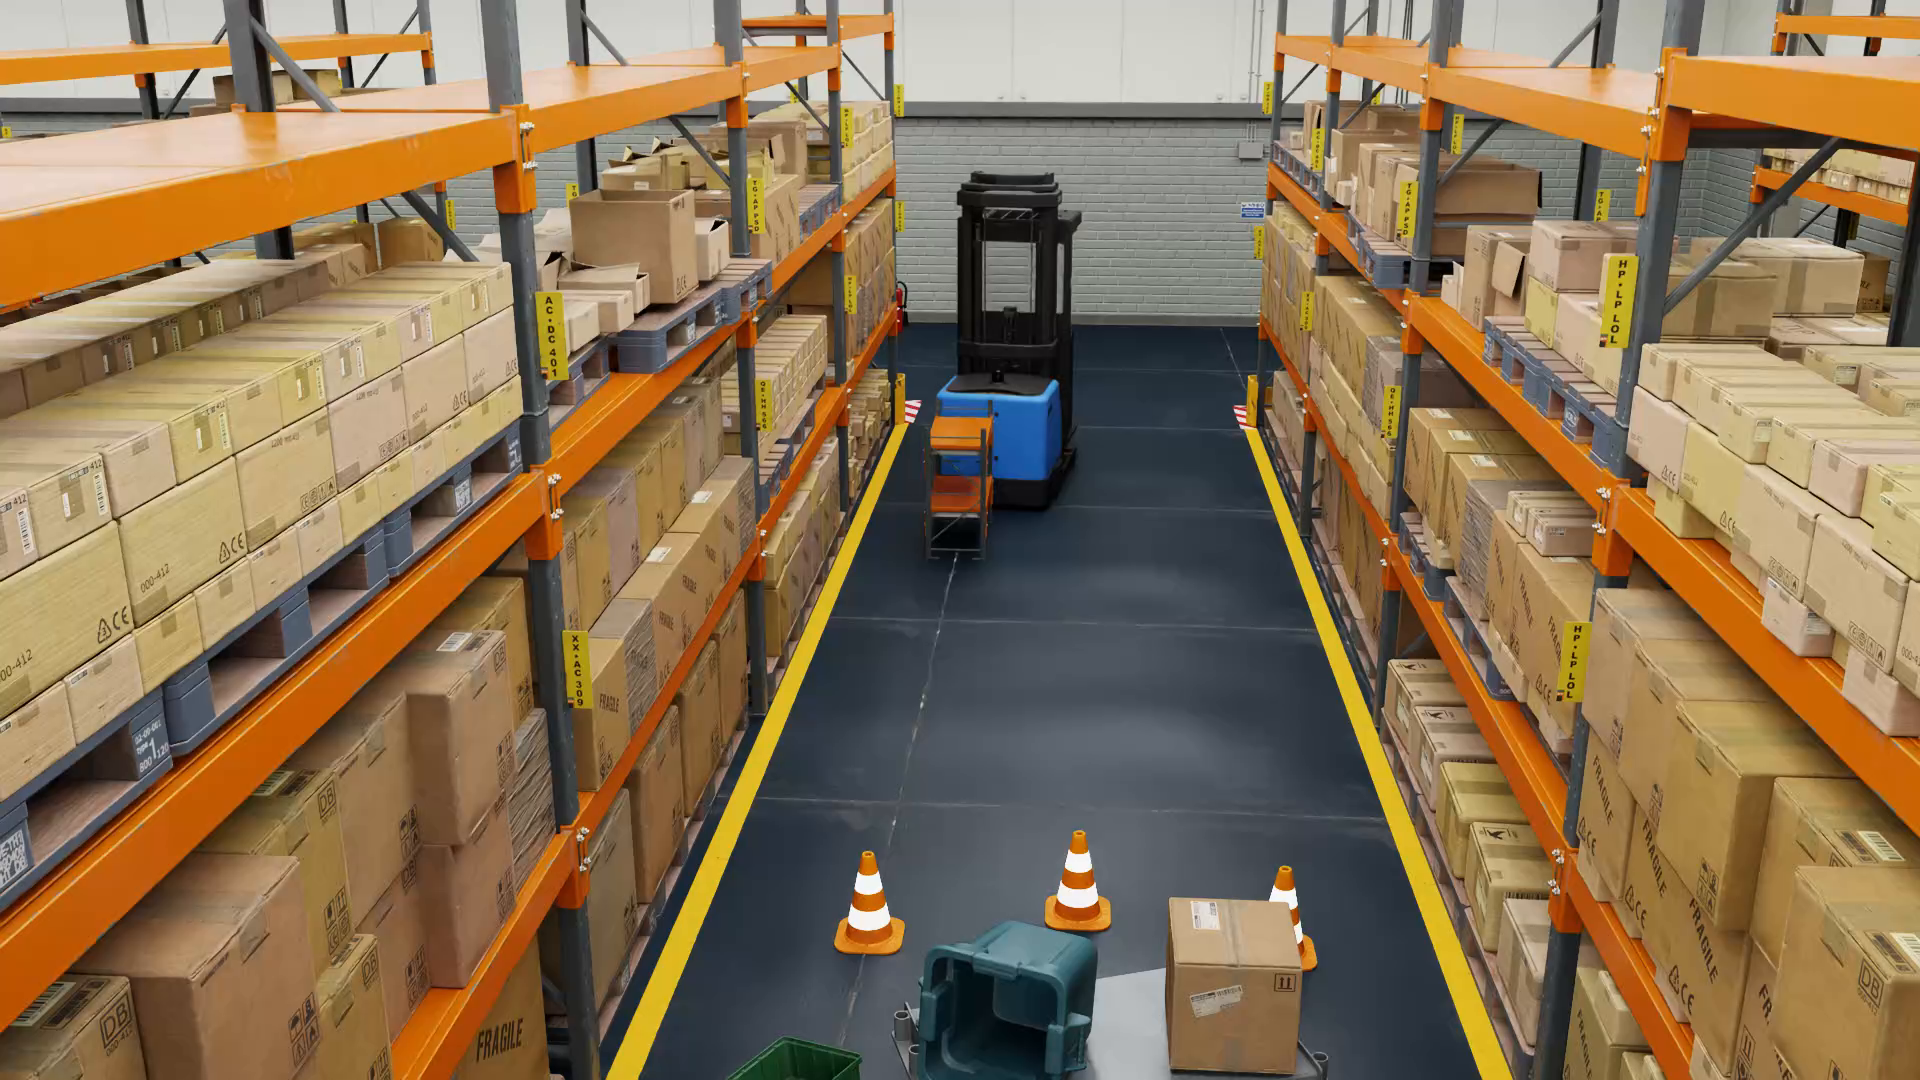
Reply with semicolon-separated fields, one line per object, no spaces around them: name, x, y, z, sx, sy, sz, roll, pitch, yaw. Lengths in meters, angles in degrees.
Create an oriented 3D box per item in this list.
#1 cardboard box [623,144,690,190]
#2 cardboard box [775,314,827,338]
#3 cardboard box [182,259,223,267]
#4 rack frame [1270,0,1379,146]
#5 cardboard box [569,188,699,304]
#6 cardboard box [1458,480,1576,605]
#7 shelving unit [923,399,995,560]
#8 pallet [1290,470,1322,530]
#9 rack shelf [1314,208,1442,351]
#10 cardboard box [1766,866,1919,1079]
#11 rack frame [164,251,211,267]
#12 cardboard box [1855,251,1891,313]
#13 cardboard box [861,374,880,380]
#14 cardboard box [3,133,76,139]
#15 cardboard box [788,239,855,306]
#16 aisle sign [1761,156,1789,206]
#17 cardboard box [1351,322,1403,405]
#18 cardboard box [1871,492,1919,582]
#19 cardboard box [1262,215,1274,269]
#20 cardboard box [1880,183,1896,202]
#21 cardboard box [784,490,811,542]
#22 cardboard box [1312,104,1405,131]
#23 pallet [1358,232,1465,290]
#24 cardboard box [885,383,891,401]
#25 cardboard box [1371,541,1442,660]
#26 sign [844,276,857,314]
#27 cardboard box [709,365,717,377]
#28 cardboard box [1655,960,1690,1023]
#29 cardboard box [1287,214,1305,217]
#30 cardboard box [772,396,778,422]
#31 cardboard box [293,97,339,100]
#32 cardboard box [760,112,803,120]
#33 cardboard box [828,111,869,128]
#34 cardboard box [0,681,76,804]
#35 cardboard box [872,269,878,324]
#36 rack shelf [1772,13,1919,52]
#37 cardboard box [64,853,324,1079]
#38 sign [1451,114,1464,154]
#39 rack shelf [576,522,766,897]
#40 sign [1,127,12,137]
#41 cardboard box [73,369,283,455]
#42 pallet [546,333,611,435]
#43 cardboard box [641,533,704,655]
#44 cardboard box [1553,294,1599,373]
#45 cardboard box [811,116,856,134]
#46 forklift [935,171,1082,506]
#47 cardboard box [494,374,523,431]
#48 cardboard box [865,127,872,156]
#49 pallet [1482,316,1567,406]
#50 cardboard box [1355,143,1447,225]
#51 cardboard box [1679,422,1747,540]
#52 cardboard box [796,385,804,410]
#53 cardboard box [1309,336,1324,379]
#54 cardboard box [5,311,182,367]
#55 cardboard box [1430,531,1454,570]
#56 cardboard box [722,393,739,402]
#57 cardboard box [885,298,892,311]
cardboard box;-1.976;-2.423;10.792;0.396;0.266;0.258;1;18;4
cardboard box;-1.315;-1.771;13.784;0.380;0.149;0.250;2;18;6
cardboard box;-6.655;-2.254;15.045;0.500;0.500;0.500;2;18;5
rack frame;3.750;-5.551;16.913;1.000;3.000;0.127;1;18;4
cardboard box;-1.613;-1.469;8.275;0.500;0.500;0.500;1;18;4
cardboard box;2.808;0.013;8.254;0.500;0.500;0.500;1;18;2
shelving unit;0.000;-0.537;14.254;0.538;1.125;1.048;1;18;4
pallet;3.596;-0.367;15.205;1.003;0.211;1.213;1;18;4
rack shelf;3.320;-1.920;11.805;1.077;0.370;4.000;1;18;4
cardboard box;2.400;1.124;3.932;0.700;0.500;0.500;1;18;3
rack frame;-6.421;-1.679;14.731;1.000;3.000;0.127;1;18;4
cardboard box;8.293;-2.416;15.539;0.500;0.500;0.500;2;18;5
cardboard box;-1.055;-1.660;17.621;0.380;0.149;0.250;2;18;5
cardboard box;-6.583;-2.746;12.328;0.797;0.503;0.637;1;18;3
cardboard box;-1.206;-2.336;14.490;0.500;0.500;0.500;2;18;5
aisle sign;8.413;-3.854;17.192;0.394;0.787;0.004;1;18;4
cardboard box;3.024;-1.218;11.558;0.500;0.500;0.500;1;18;4
cardboard box;2.409;-0.005;3.926;0.380;0.149;0.250;2;18;5
cardboard box;3.432;-3.080;17.240;0.500;0.500;0.500;1;18;3
cardboard box;8.217;-3.008;14.372;0.380;0.149;0.250;1;18;4
cardboard box;-1.392;-0.183;12.299;0.500;0.250;0.500;1;18;4
cardboard box;3.528;-3.599;14.772;0.797;0.503;0.637;3;18;8
pallet;3.170;-1.753;10.440;1.213;0.211;1.003;2;18;6
cardboard box;-0.947;-1.595;17.901;0.380;0.149;0.250;1;18;2
cardboard box;3.309;0.382;11.179;0.875;0.875;0.875;1;18;3
sign;-0.927;-2.076;14.082;0.100;0.325;0.005;1;18;4
cardboard box;-2.057;-1.239;12.638;0.380;0.149;0.250;1;18;3
cardboard box;2.540;1.475;5.506;0.380;0.149;0.250;2;18;6
cardboard box;3.401;-3.101;16.262;0.380;0.149;0.250;1;18;4
cardboard box;-1.482;-0.908;11.627;0.380;0.149;0.250;1;18;4
cardboard box;-6.203;-3.970;15.908;0.700;0.500;0.500;2;18;6
cardboard box;-1.667;-3.903;15.498;0.380;0.149;0.250;1;18;3
cardboard box;-1.057;-3.973;15.712;0.380;0.149;0.250;1;18;2
cardboard box;-1.961;0.380;3.196;0.380;0.149;0.250;1;18;4
cardboard box;-1.085;-2.351;16.142;0.500;0.500;0.500;2;18;7
rack shelf;8.558;-4.477;14.795;1.077;0.370;4.000;1;18;4
cardboard box;-2.153;1.147;4.130;0.875;0.550;0.550;1;18;4
sign;4.005;-3.270;13.431;0.100;0.325;0.005;1;18;4
rack shelf;-1.911;0.668;8.722;1.077;0.370;4.000;1;18;4
sign;-10.525;-4.401;18.386;0.100;0.325;0.005;1;18;4
cardboard box;-1.890;-0.313;4.032;0.380;0.149;0.250;2;18;5
pallet;-2.038;-0.673;7.149;0.805;0.209;1.217;1;18;2
cardboard box;-1.638;0.273;8.612;0.500;0.500;0.500;2;18;5
cardboard box;2.829;-0.869;7.006;0.500;0.250;0.500;2;18;5
cardboard box;-1.142;-3.727;14.960;0.380;0.149;0.250;1;18;2
forklift;0.566;-2.123;16.194;1.130;2.935;3.031;4;18;11
cardboard box;-1.762;-0.485;5.838;0.380;0.149;0.250;1;18;4
cardboard box;-1.096;-3.748;15.665;0.500;0.250;0.500;0;18;2
pallet;3.112;-0.821;7.596;1.213;0.211;1.003;1;18;4
cardboard box;3.014;-2.442;11.406;0.500;0.500;0.500;1;18;4
cardboard box;2.558;-0.178;5.095;0.500;0.250;0.500;1;18;3
cardboard box;-1.402;-1.085;12.646;0.380;0.149;0.250;2;18;6
cardboard box;3.151;-1.494;13.603;0.500;0.250;0.500;1;18;2
cardboard box;-2.491;-0.562;4.793;0.380;0.149;0.250;1;18;5
cardboard box;2.808;0.057;9.161;0.380;0.149;0.250;1;18;4
cardboard box;-1.525;-0.880;11.066;0.380;0.149;0.250;1;18;2
cardboard box;-0.936;-2.553;17.799;0.380;0.149;0.250;1;18;4
